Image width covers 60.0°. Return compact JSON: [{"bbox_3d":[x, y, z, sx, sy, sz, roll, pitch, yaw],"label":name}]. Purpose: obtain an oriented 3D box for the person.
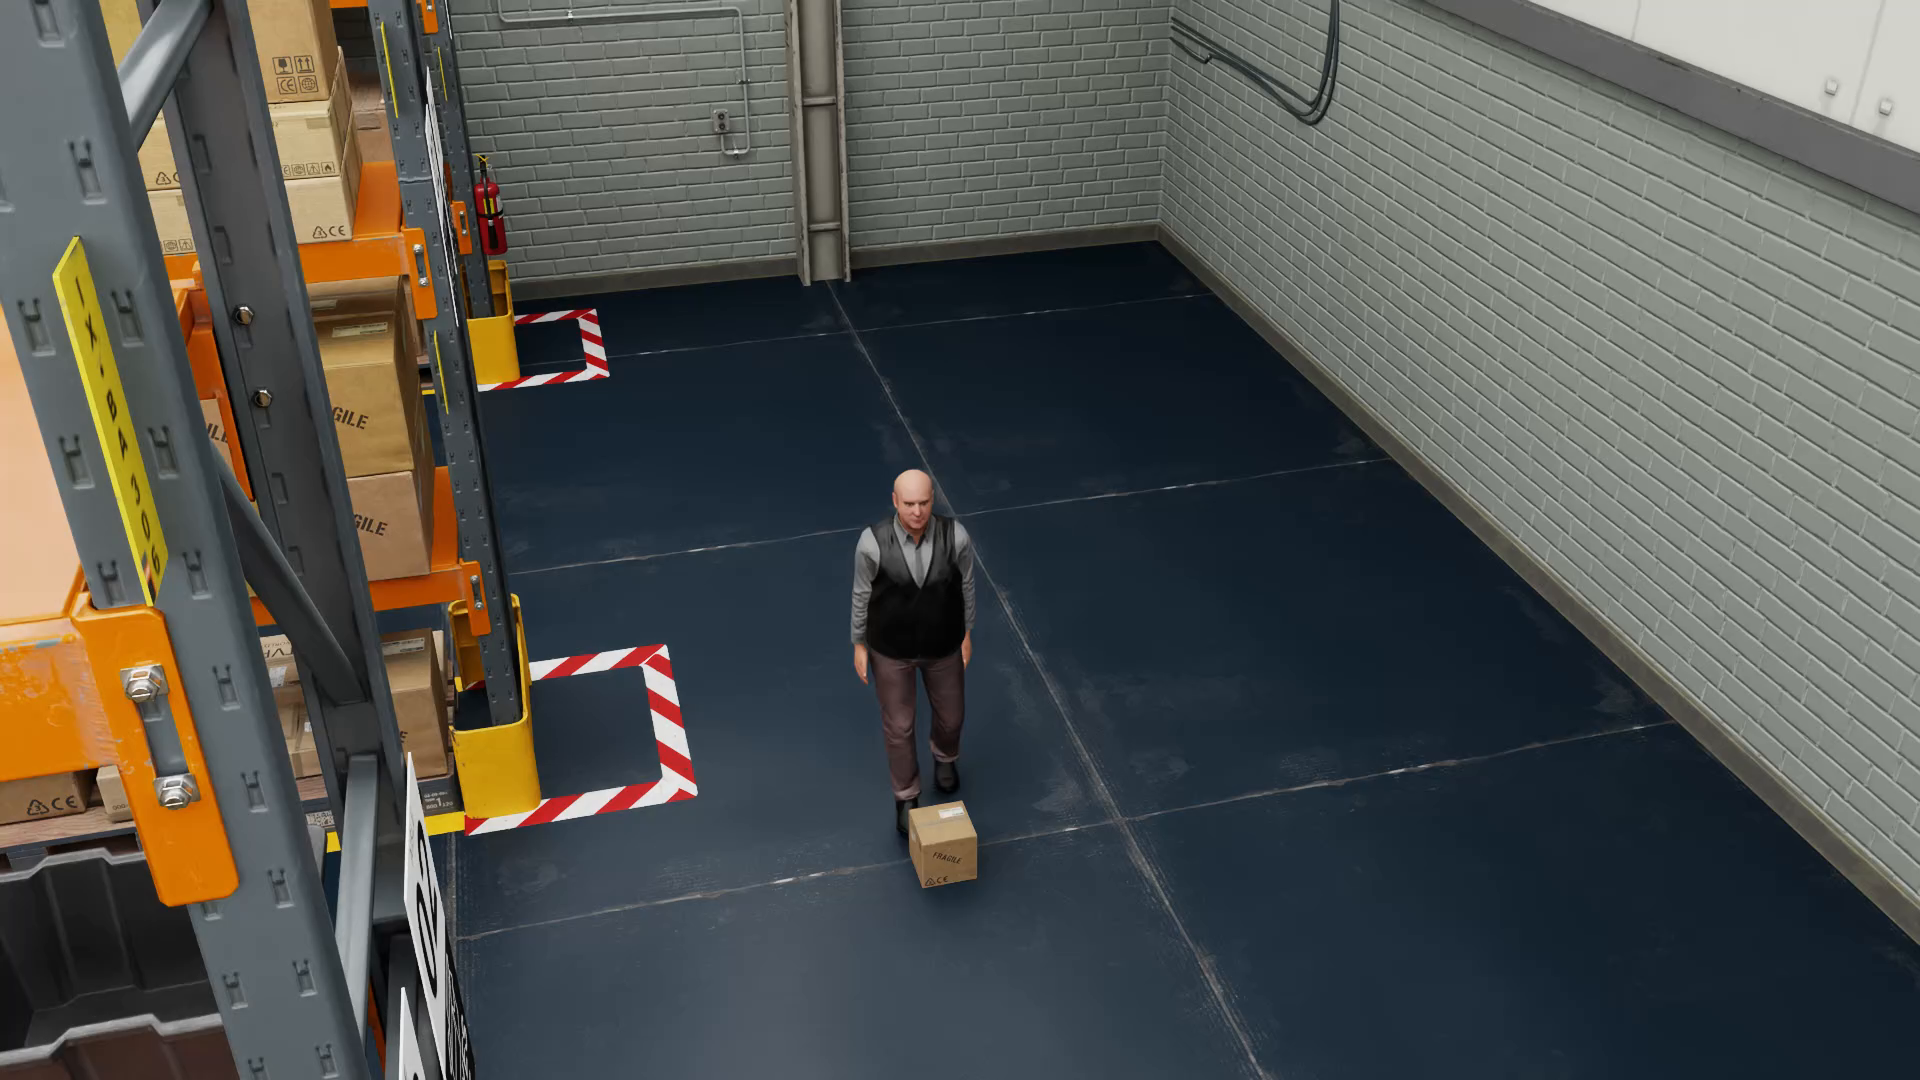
[{"bbox_3d":[-0.202,0.491,7.425,0.567,1.738,0.593,-4,30,-8],"label":"person"}]
